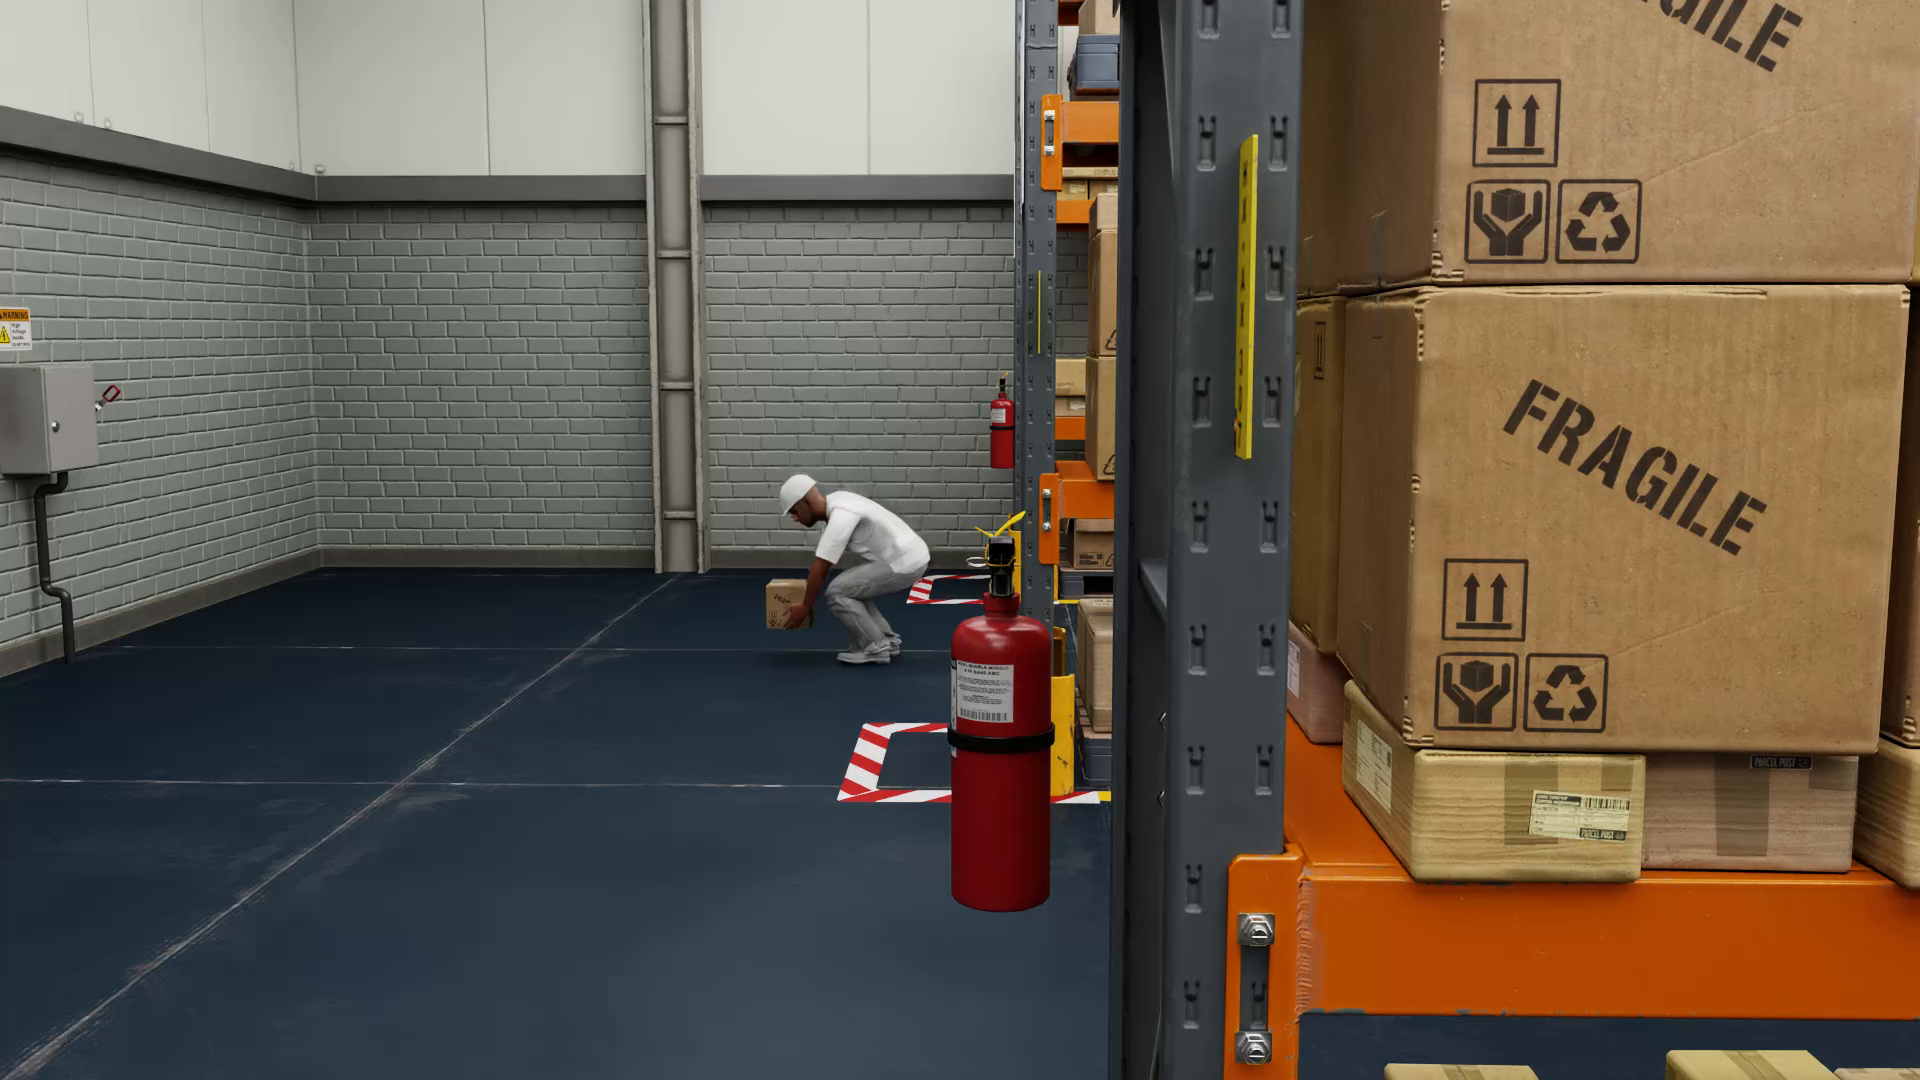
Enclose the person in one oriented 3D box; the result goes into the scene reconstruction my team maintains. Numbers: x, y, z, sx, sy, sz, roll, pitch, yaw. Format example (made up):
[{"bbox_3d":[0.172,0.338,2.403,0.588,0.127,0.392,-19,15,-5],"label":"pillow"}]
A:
[{"bbox_3d":[-0.605,0.163,9.602,0.867,1.091,0.599,0,7,1],"label":"person"}]
